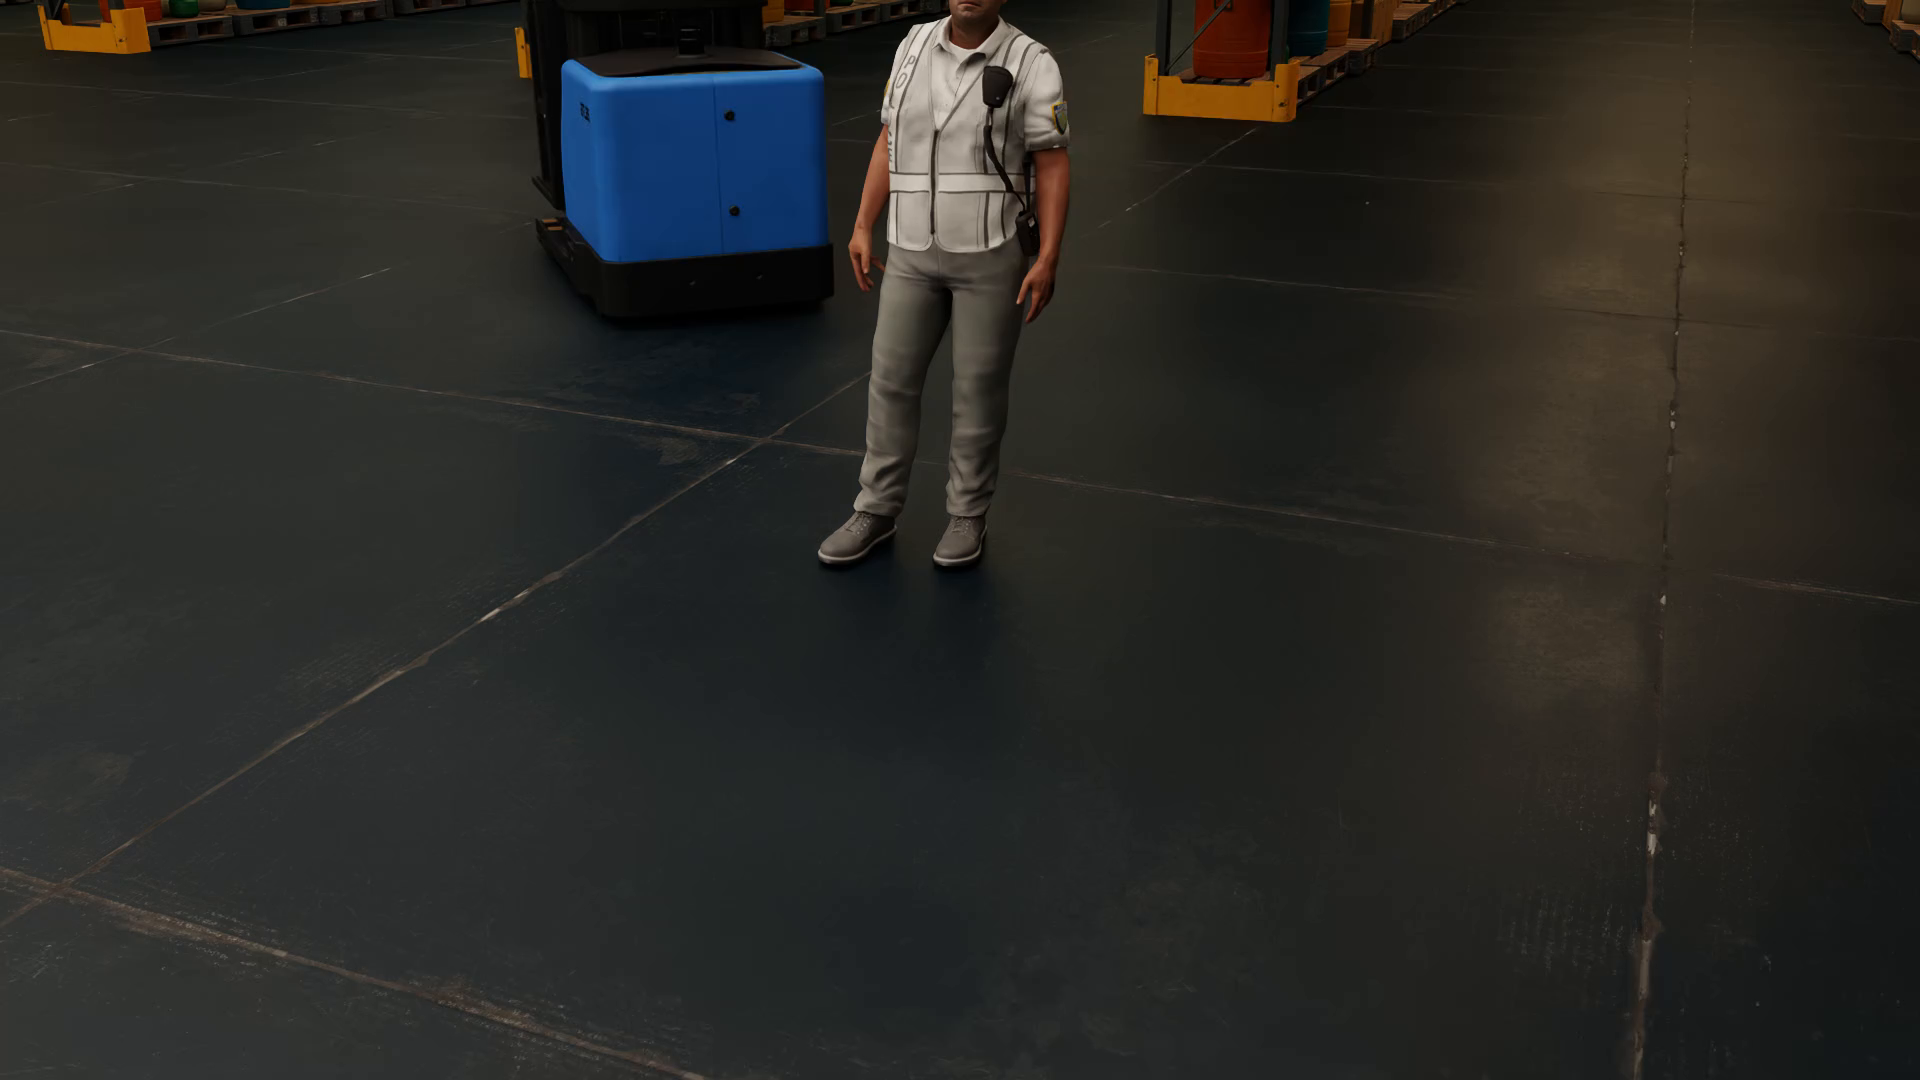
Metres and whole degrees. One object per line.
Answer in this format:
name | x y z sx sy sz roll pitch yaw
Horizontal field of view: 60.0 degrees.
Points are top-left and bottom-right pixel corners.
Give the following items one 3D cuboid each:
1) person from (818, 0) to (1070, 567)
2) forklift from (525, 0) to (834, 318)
person | -0.040 -0.803 4.684 0.641 1.780 0.574 9 24 21
forklift | -1.584 -2.854 8.121 1.130 2.935 3.031 -9 24 -20
